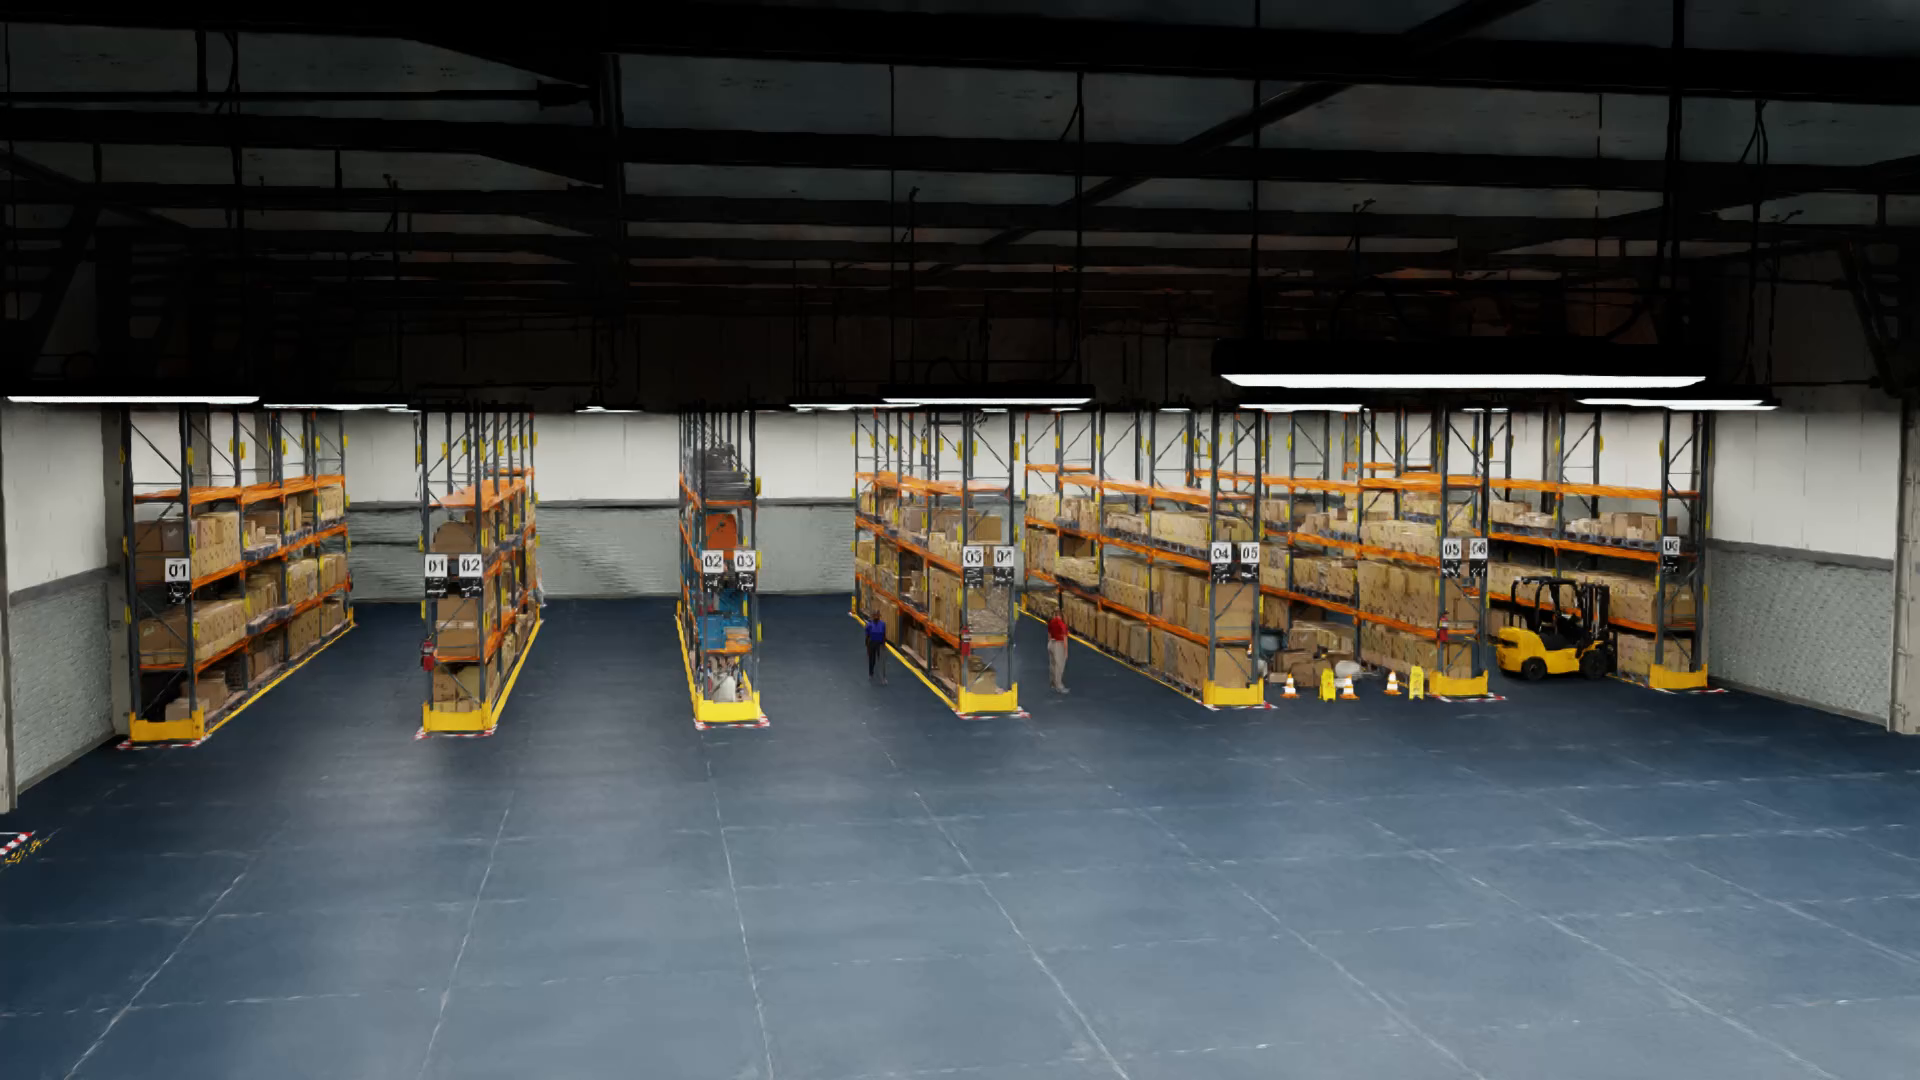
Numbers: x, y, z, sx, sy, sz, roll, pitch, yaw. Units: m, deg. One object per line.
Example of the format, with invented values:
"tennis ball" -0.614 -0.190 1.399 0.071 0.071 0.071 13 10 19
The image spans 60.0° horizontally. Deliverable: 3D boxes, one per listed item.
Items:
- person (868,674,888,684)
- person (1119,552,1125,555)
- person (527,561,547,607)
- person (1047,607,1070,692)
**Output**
"person" -1.753 2.953 35.531 0.343 0.150 1.088 -1 4 -9
"person" 4.665 1.216 48.333 0.638 1.742 0.552 -1 4 -12
"person" -9.536 1.482 45.767 2.585 1.555 10.438 -2 5 -28
"person" 2.066 2.246 34.417 0.479 1.732 0.620 -3 5 -35
